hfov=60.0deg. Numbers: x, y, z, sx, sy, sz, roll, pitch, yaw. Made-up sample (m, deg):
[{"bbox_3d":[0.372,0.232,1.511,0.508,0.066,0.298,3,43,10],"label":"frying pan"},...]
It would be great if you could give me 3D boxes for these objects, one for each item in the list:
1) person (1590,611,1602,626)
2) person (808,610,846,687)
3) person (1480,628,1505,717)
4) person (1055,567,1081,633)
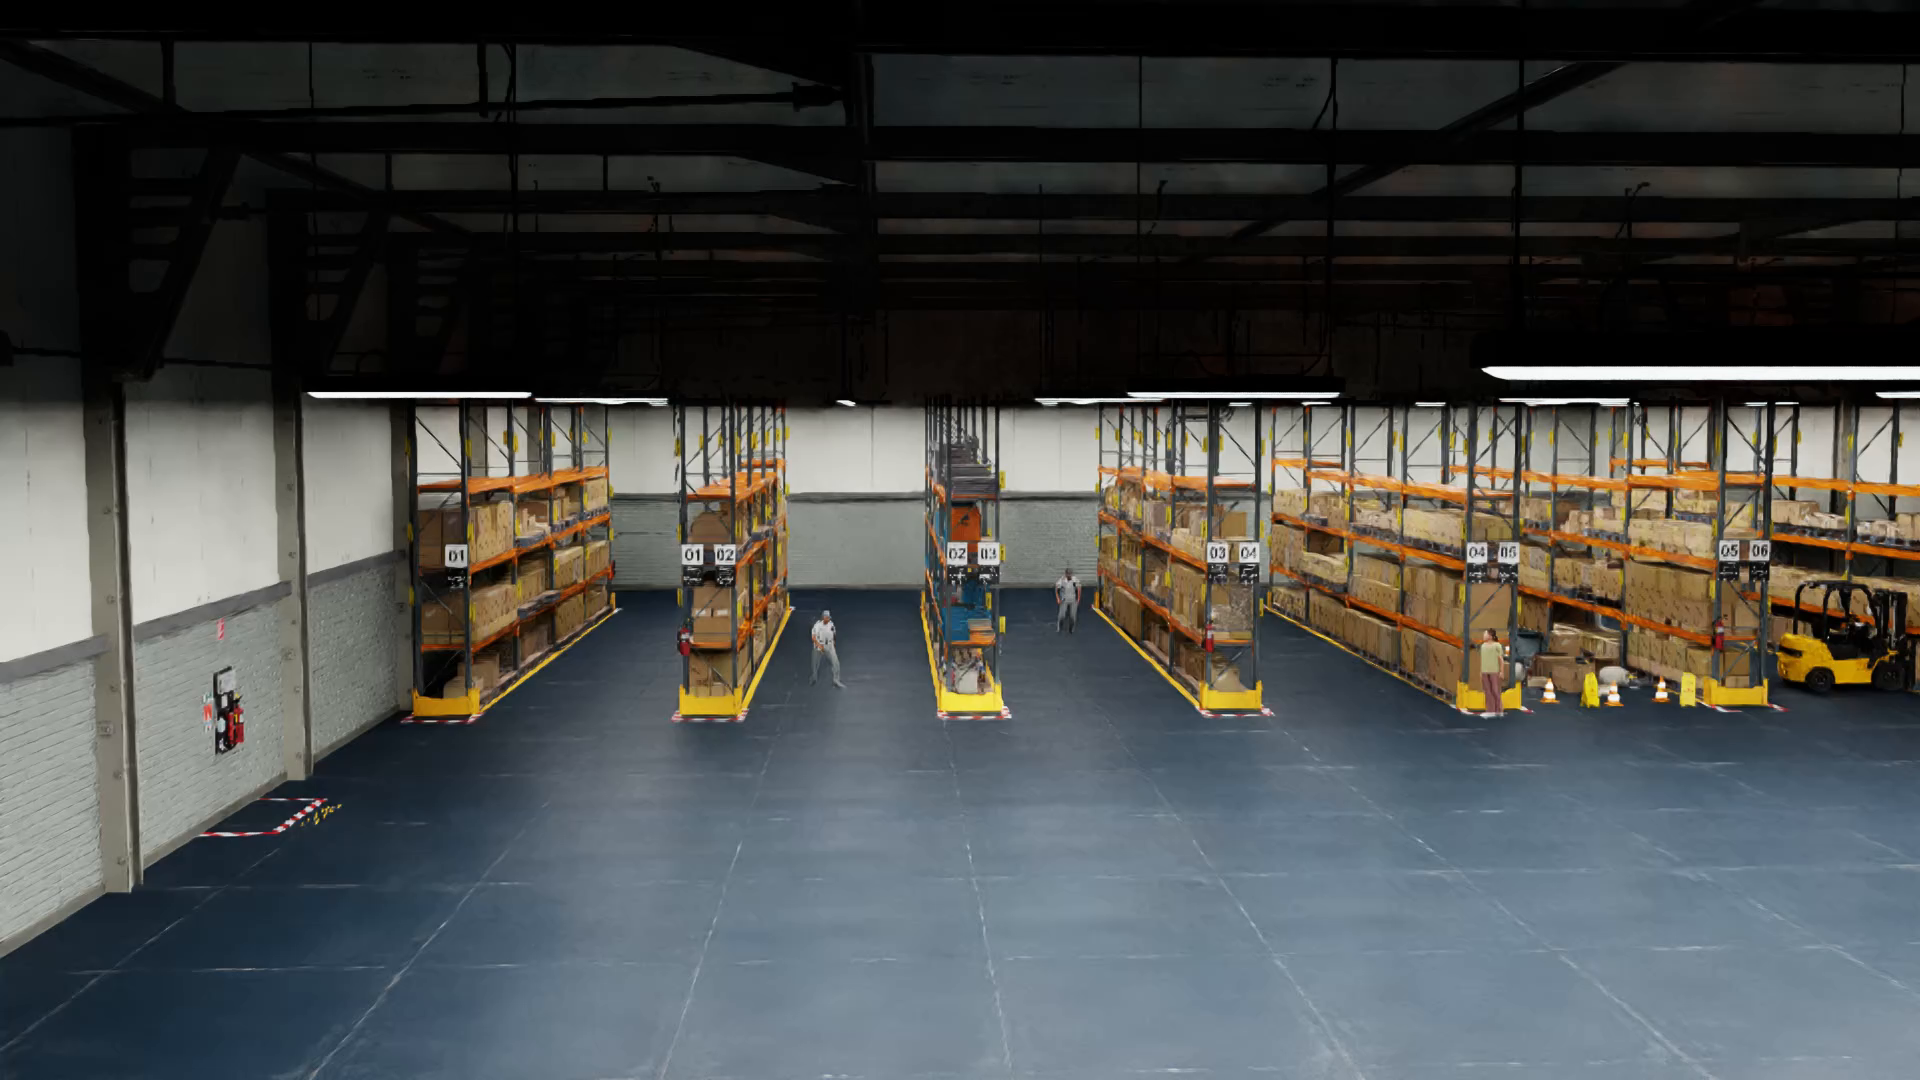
[{"bbox_3d":[16.317,1.494,42.802,0.477,1.675,0.487,2,5,27],"label":"person"},{"bbox_3d":[-2.774,2.218,34.185,0.660,1.596,0.811,-2,5,-21],"label":"person"},{"bbox_3d":[9.893,2.452,30.870,0.415,1.660,0.515,-4,6,-40],"label":"person"},{"bbox_3d":[2.747,1.528,42.342,0.682,1.715,0.536,0,5,-4],"label":"person"}]
